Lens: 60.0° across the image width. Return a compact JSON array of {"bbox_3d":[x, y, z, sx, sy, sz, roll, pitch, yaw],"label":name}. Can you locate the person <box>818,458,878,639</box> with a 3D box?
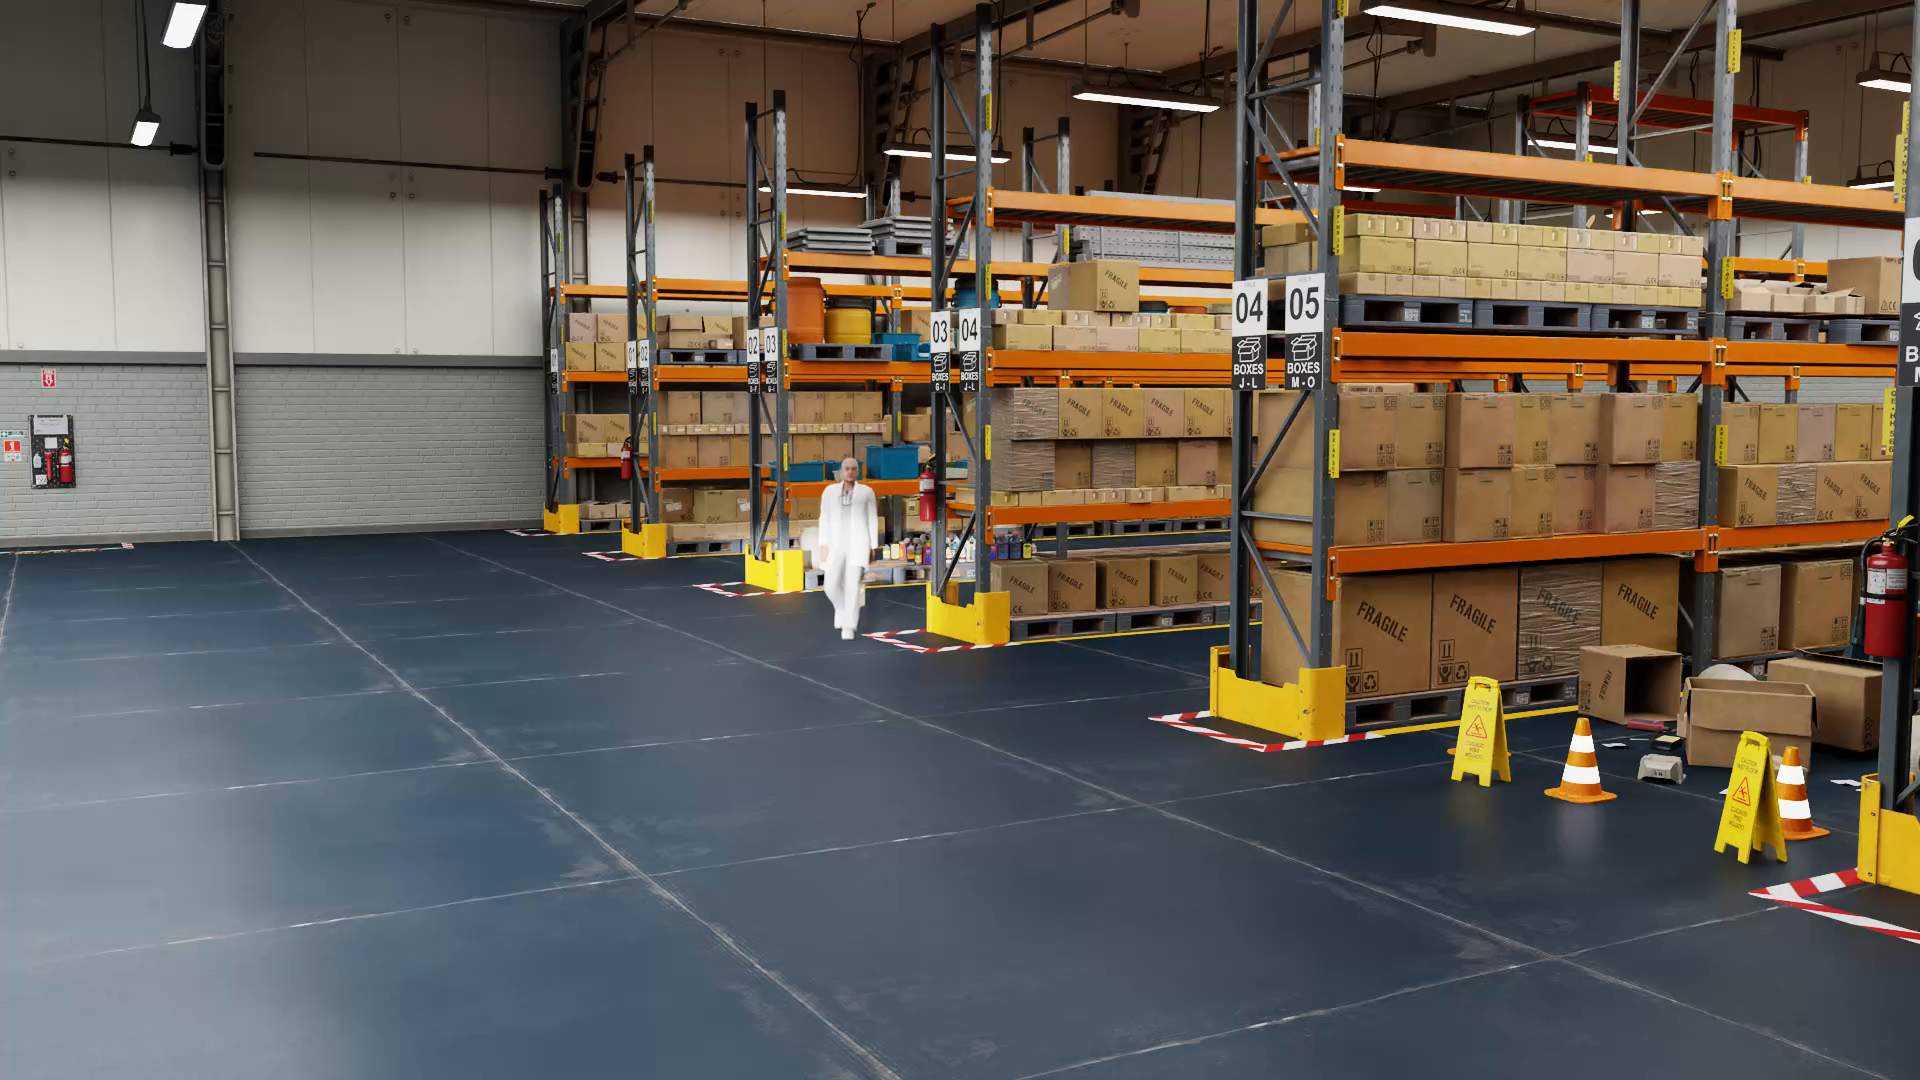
[{"bbox_3d":[-1.096,0.064,16.323,0.566,1.743,0.889,1,5,7],"label":"person"}]
